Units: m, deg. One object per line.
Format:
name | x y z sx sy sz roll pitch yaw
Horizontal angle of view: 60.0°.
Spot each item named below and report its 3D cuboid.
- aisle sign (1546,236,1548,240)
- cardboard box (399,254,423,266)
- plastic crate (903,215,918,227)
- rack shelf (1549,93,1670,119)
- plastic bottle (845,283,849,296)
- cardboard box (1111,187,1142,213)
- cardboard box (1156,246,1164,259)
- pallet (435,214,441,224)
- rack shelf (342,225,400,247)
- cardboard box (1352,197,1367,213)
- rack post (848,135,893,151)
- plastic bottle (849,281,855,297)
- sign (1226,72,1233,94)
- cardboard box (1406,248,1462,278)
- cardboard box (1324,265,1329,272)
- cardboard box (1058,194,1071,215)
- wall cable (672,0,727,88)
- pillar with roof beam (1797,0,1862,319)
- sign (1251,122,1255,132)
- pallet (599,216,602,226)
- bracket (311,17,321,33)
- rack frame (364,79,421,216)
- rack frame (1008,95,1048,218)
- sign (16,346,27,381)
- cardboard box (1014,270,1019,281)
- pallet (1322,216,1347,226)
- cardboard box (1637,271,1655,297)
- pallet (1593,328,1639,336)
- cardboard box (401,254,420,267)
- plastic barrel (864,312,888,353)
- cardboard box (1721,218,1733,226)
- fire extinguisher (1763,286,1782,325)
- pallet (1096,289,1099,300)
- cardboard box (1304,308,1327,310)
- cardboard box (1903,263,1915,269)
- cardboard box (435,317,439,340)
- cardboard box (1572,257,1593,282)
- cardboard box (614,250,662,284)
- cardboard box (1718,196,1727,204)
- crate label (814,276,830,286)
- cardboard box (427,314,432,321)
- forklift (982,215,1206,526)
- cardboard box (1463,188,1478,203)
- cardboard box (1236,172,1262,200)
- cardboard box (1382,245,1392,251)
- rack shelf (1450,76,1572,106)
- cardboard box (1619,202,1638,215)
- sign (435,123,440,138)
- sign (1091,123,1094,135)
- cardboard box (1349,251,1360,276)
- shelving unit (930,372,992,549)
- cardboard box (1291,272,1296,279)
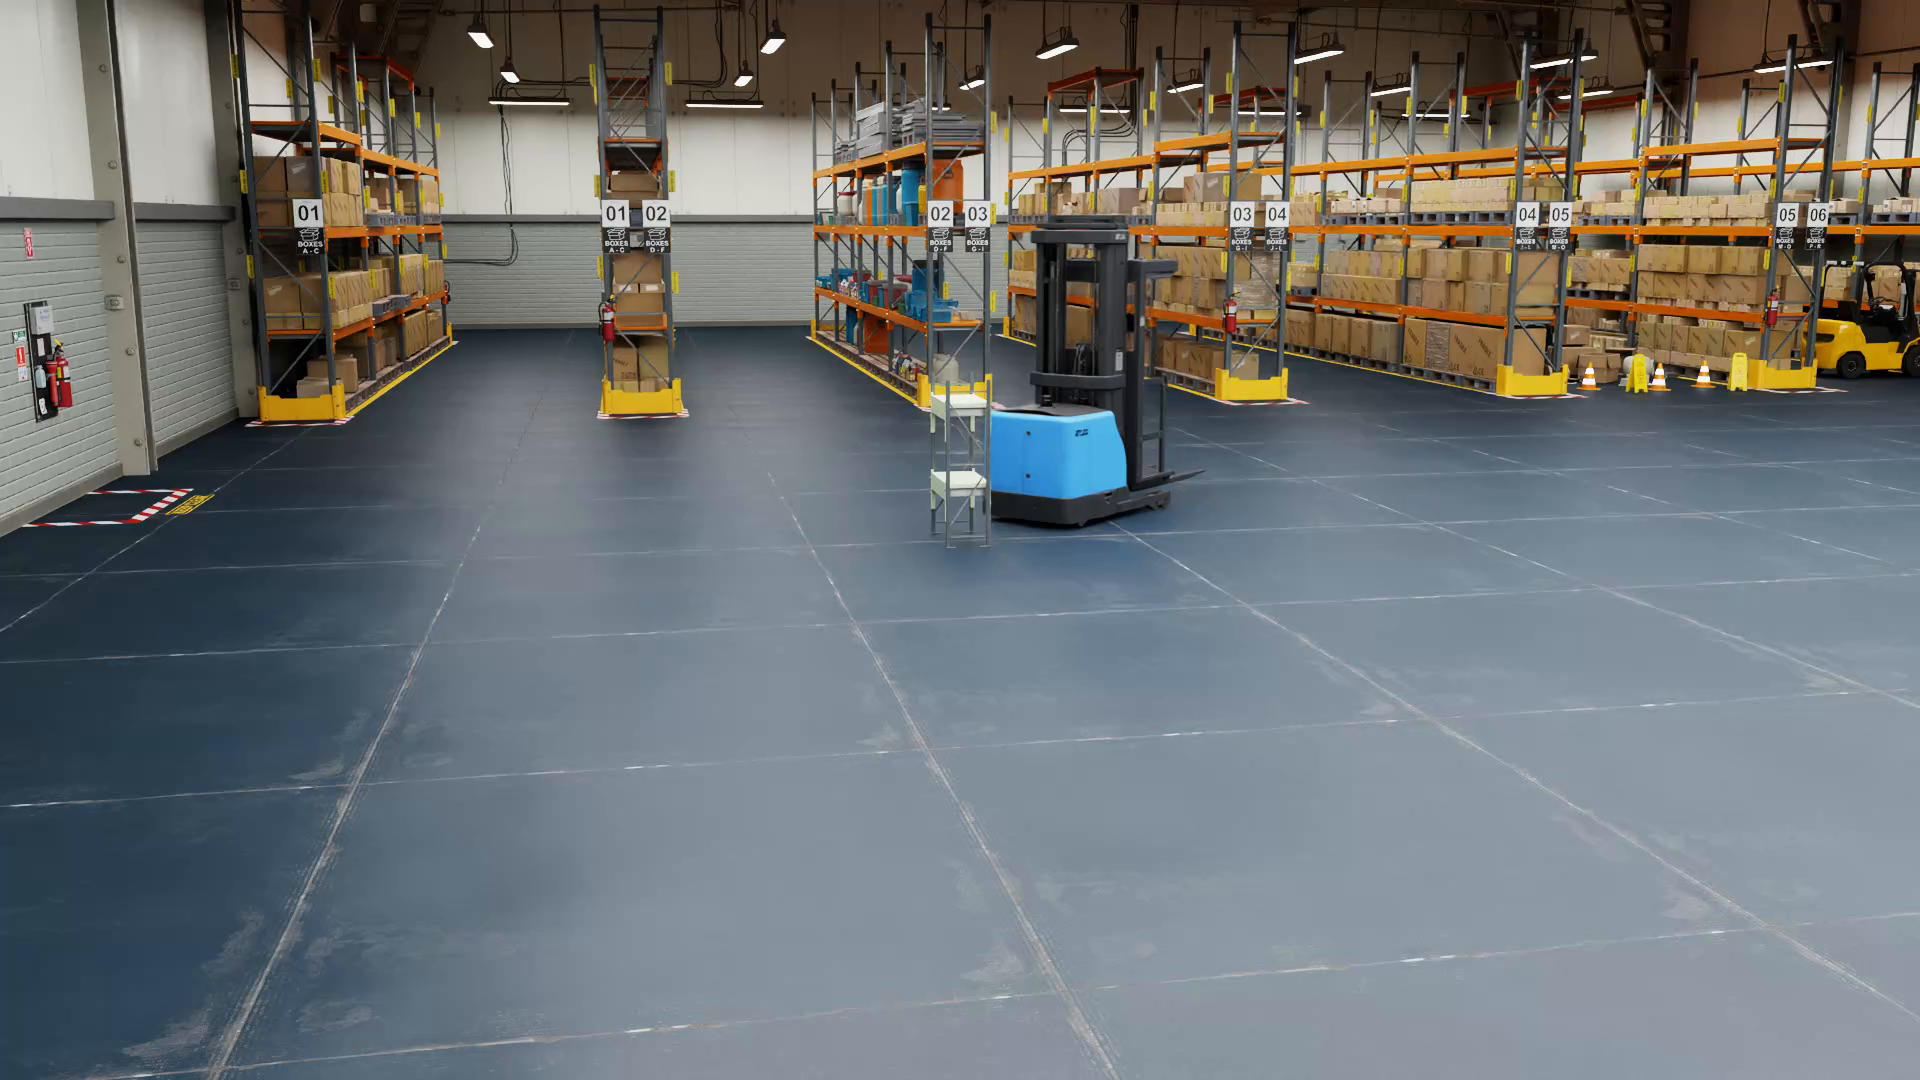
aisle sign | 16.009 -8.556 45.228 0.394 0.787 0.004 -2 11 -11
cardboard box | -11.735 -5.959 35.412 0.500 0.250 0.500 -2 11 -10
plastic crate | -0.763 -5.425 28.274 0.336 0.188 0.450 -2 11 -11
rack shelf | 16.699 -11.137 42.730 1.077 0.370 4.000 -2 11 -11
plastic bottle | -2.417 -5.450 36.193 0.152 0.276 0.135 -2 11 -11
cardboard box | 3.316 -6.756 33.096 0.500 0.500 0.500 -2 11 -13
cardboard box | 3.894 -5.129 30.440 0.500 0.500 0.500 -2 11 -11
pallet | -12.700 -7.490 38.792 1.003 0.211 1.213 -2 11 -11
rack shelf | -10.910 -5.481 29.928 1.077 0.370 4.000 -2 11 -11
cardboard box | 8.285 -6.789 33.720 0.500 0.311 0.500 -2 11 -12
rack post | -1.762 -8.130 34.098 0.954 0.300 0.937 -2 11 -11
plastic bottle | -2.290 -5.363 35.537 0.144 0.351 0.185 -2 11 -11
sign | 4.285 -7.268 26.449 0.100 0.325 0.005 -2 11 -11
cardboard box | 8.978 -5.232 31.426 0.875 0.550 0.550 -2 11 -11
cardboard box | 8.208 -5.946 36.427 0.380 0.149 0.250 -2 11 -13
cardboard box | 2.622 -7.625 37.876 0.700 0.500 0.500 -2 11 -10
wall cable | -7.915 -13.594 45.236 3.097 2.526 0.112 -2 11 -11
pillar with roof beam | 14.781 -8.394 35.285 9.100 9.000 0.548 -2 11 -11
sign | 6.849 -9.592 38.871 0.100 0.325 0.005 -2 11 -11
pallet | -6.956 -6.711 34.969 1.213 0.211 1.003 -2 11 -11
bracket | -11.465 -9.110 29.421 0.235 0.232 0.430 -2 11 -11
rack frame | -12.077 -8.409 35.362 1.000 3.000 0.127 -2 11 -11
rack frame | 1.722 -9.683 42.055 1.000 3.000 0.127 -2 11 -11
sign | -9.111 -1.715 16.143 0.001 0.329 0.234 -2 11 -11
cardboard box | 1.658 -6.615 41.589 0.500 0.250 0.500 -2 11 -12
pallet | 8.340 -6.695 34.885 1.213 0.211 1.003 -2 11 -8
cardboard box | 13.588 -5.000 32.432 0.500 0.500 0.500 -2 11 -11
pallet | 16.956 -5.300 42.530 1.003 0.211 1.213 -2 11 -11
cardboard box | -11.645 -5.865 34.918 0.500 0.250 0.500 -2 11 -10
plastic barrel | -1.693 -4.318 34.593 0.600 0.830 0.708 -2 11 -11
cardboard box | 14.033 -5.754 30.109 0.380 0.149 0.250 -2 11 -11
fire extinguisher | 14.124 -4.086 28.901 0.296 0.674 0.183 -2 11 -11
pallet | 3.521 -5.047 34.259 1.213 0.211 1.003 -2 11 -11
cardboard box | 8.083 -5.096 37.561 0.500 0.250 0.500 -2 11 -11
cardboard box | 18.640 -5.332 32.445 0.380 0.149 0.250 -2 11 -12
cardboard box | -12.425 -4.865 38.349 0.700 0.500 0.500 -2 11 -13
cardboard box | 13.167 -5.655 34.752 0.500 0.500 0.500 -3 11 -13
cardboard box | -4.973 -4.224 25.682 0.700 0.500 0.500 -2 11 -11
cardboard box | 14.054 -6.192 30.277 0.380 0.149 0.250 -2 11 -13
crate label | -3.412 -6.446 41.379 0.416 0.233 0.303 -2 11 -11
cardboard box | -12.009 -4.969 37.162 0.380 0.149 0.250 -2 11 -9
forklift | 1.501 -1.793 16.833 1.130 2.935 3.031 8 13 36
cardboard box | 9.156 -6.028 29.090 0.500 0.250 0.500 -2 11 -11
cardboard box | 4.810 -5.998 28.316 0.500 0.500 0.500 -2 11 -11
cardboard box | 11.364 -7.443 43.393 0.500 0.500 0.500 -2 11 -13
rack shelf | 12.609 -10.222 37.924 1.077 0.370 4.000 -2 11 -11
cardboard box | 13.521 -6.603 33.176 0.500 0.250 0.500 -2 11 -12
sign | -12.320 -9.657 39.211 0.100 0.325 0.005 -2 11 -11
sign | 3.029 -9.469 38.221 0.100 0.325 0.005 -2 11 -11
cardboard box | 8.442 -5.701 34.239 0.700 0.500 0.500 -2 11 -12
shelving unit | 0.001 -0.736 15.103 0.431 1.500 0.755 -2 11 -11
cardboard box | 7.512 -5.830 36.613 0.380 0.149 0.250 -2 11 -10
